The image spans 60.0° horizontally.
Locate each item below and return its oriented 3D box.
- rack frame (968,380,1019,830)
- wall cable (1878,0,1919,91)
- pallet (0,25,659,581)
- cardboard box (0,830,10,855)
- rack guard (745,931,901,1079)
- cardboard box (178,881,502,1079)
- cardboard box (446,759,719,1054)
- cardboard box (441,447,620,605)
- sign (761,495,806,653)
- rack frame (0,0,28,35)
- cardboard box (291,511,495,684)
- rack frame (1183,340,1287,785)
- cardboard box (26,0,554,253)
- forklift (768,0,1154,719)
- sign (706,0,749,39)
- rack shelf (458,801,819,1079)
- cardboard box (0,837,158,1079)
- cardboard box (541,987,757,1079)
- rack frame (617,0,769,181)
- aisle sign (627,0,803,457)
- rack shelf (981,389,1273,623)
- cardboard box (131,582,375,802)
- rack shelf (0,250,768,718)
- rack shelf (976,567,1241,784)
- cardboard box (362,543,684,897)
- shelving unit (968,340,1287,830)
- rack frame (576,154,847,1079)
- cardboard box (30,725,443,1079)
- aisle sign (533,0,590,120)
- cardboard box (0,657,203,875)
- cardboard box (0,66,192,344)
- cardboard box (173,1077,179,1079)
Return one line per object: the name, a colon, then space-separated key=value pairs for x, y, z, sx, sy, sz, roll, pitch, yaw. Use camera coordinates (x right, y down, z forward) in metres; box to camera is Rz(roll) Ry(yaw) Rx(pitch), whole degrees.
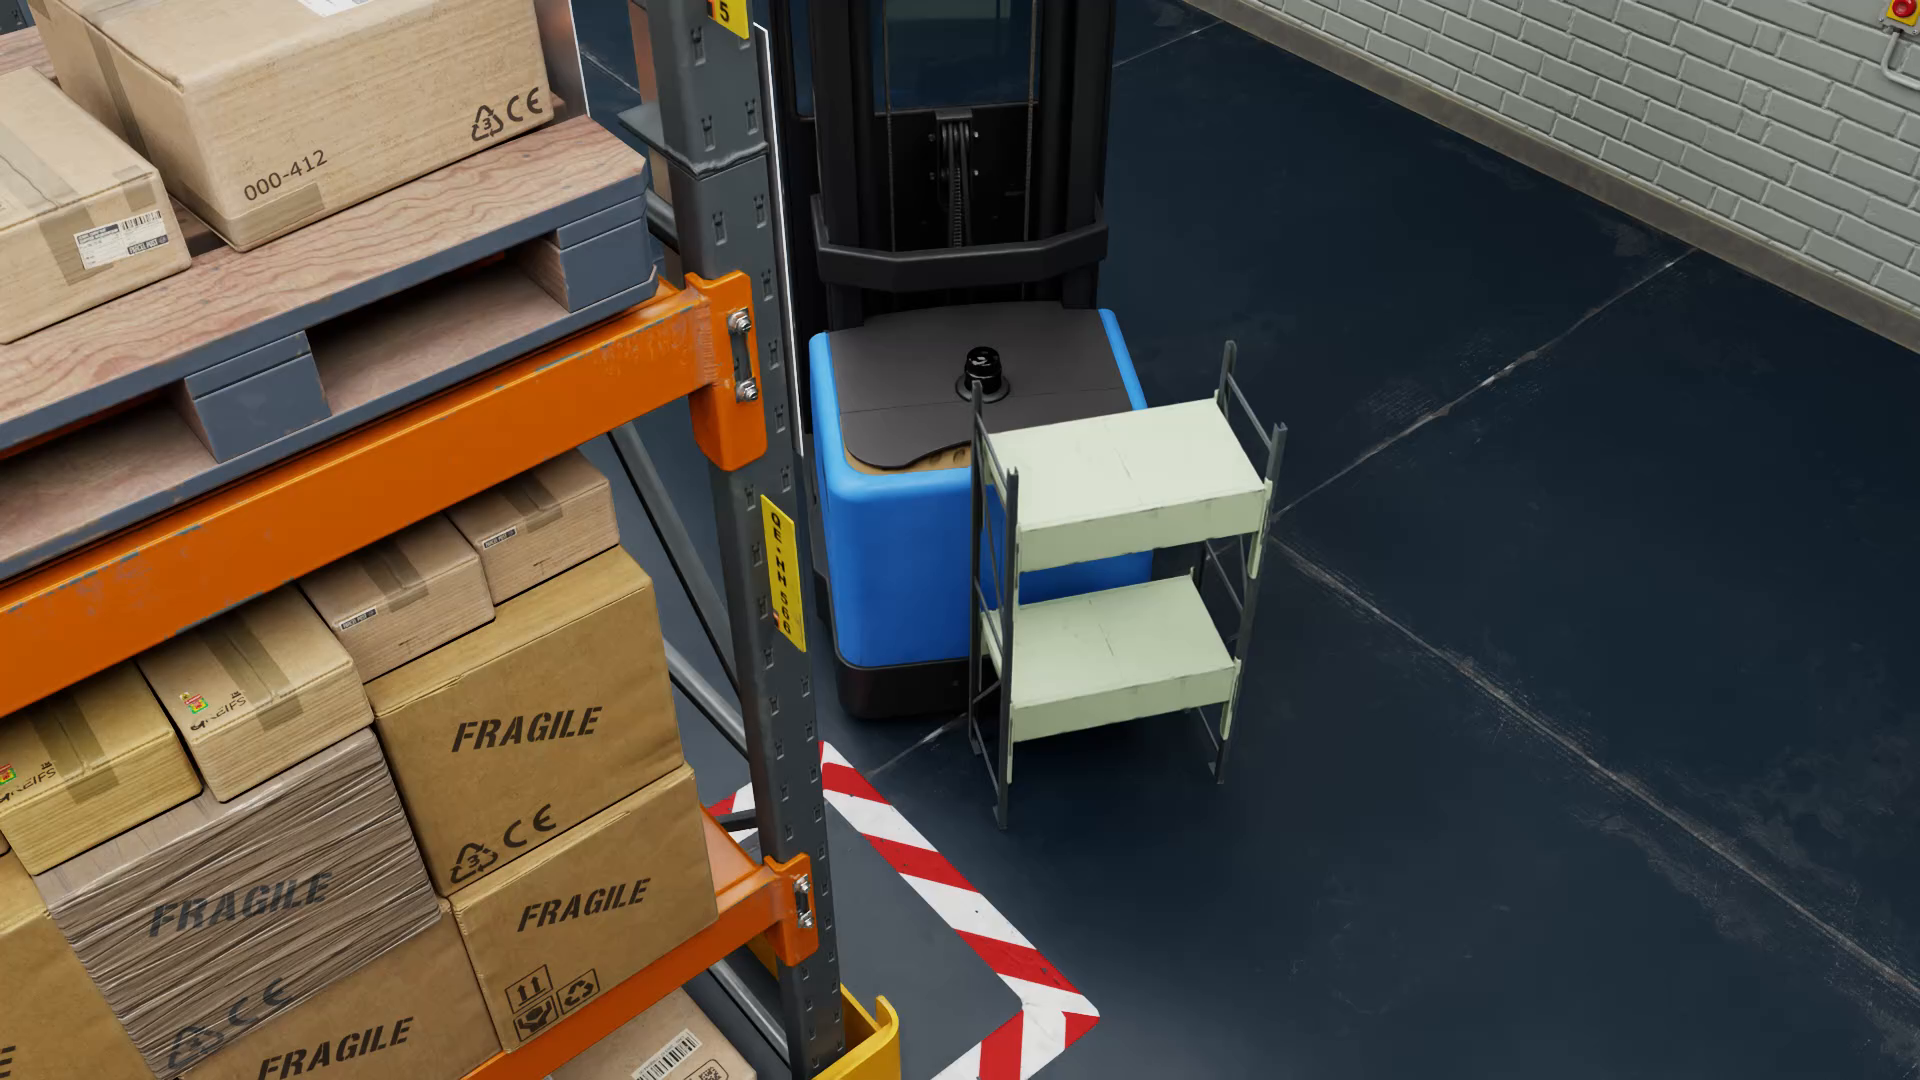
rack frame: x=0.089 y=0.243 z=4.893 sx=0.023 sy=1.500 sz=0.400 roll=-10 pitch=45 yaw=-10
wall cable: x=3.656 y=-2.590 z=6.052 sx=0.123 sy=1.953 sz=0.585 roll=-30 pitch=51 yaw=-28
pallet: x=-1.216 y=-0.449 z=2.411 sx=1.213 sy=0.211 sz=1.003 roll=-30 pitch=51 yaw=-28
cardboard box: x=-1.590 y=0.354 z=2.405 sx=0.250 sy=0.149 sz=0.380 roll=-30 pitch=51 yaw=-28
rack guard: x=-0.636 y=1.181 z=4.627 sx=0.348 sy=0.500 sz=1.175 roll=-30 pitch=51 yaw=-28
cardboard box: x=-1.249 y=0.807 z=3.126 sx=0.500 sy=0.500 sz=0.500 roll=-31 pitch=51 yaw=-29
cardboard box: x=-0.854 y=0.595 z=3.353 sx=0.500 sy=0.500 sz=0.500 roll=-30 pitch=51 yaw=-28
cardboard box: x=-0.801 y=-0.094 z=2.882 sx=0.250 sy=0.149 sz=0.380 roll=-29 pitch=50 yaw=-27
sign: x=-0.317 y=0.063 z=2.973 sx=0.005 sy=0.325 sz=0.100 roll=-30 pitch=51 yaw=-28
rack frame: x=-3.908 y=-2.275 z=6.481 sx=0.127 sy=3.000 sz=1.000 roll=-30 pitch=51 yaw=-28
cardboard box: x=-0.980 y=0.030 z=2.750 sx=0.250 sy=0.149 sz=0.380 roll=-29 pitch=50 yaw=-27
rack frame: x=0.799 y=0.119 z=5.024 sx=0.023 sy=1.500 sz=0.400 roll=-10 pitch=45 yaw=-10
cardboard box: x=-0.942 y=-0.703 z=2.346 sx=0.500 sy=0.250 sz=0.500 roll=34 pitch=53 yaw=31
forklift: x=-0.089 y=-1.490 z=5.696 sx=1.130 sy=2.935 sz=3.031 roll=-6 pitch=43 yaw=-6
sign: x=-0.317 y=-0.816 z=2.148 sx=0.005 sy=0.325 sz=0.100 roll=-30 pitch=51 yaw=-28
rack shelf: x=-2.188 y=1.421 z=3.071 sx=4.000 sy=0.370 sz=1.077 roll=-30 pitch=51 yaw=-28
cardboard box: x=-1.635 y=0.677 z=2.535 sx=0.500 sy=0.500 sz=0.500 roll=-30 pitch=51 yaw=-28
cardboard box: x=-1.096 y=1.404 z=4.129 sx=0.875 sy=0.438 sz=0.875 roll=-32 pitch=52 yaw=-29
rack frame: x=-0.654 y=-1.906 z=1.707 sx=0.127 sy=3.000 sz=1.000 roll=-30 pitch=51 yaw=-28
aisle sign: x=-0.400 y=-0.536 z=2.731 sx=0.004 sy=0.787 sz=0.394 roll=-30 pitch=51 yaw=-28
rack shelf: x=0.445 y=-0.101 z=4.689 sx=0.720 sy=0.370 sz=0.431 roll=-10 pitch=45 yaw=-10
cardboard box: x=-1.124 y=0.188 z=2.582 sx=0.250 sy=0.149 sz=0.380 roll=-30 pitch=51 yaw=-28
rack shelf: x=-2.188 y=0.328 z=2.044 sx=4.000 sy=0.370 sz=1.077 roll=-30 pitch=51 yaw=-28
rack shelf: x=0.444 y=0.417 z=5.184 sx=0.720 sy=0.370 sz=0.431 roll=-10 pitch=45 yaw=-10
cardboard box: x=-0.871 y=0.216 z=3.025 sx=0.500 sy=0.500 sz=0.500 roll=-28 pitch=50 yaw=-27
shelving unit: x=0.444 y=0.181 z=4.958 sx=0.755 sy=1.500 sz=0.431 roll=-10 pitch=45 yaw=-10
rack frame: x=-0.654 y=0.280 z=3.760 sx=0.127 sy=3.000 sz=1.000 roll=-30 pitch=51 yaw=-28
cardboard box: x=-1.253 y=0.461 z=2.764 sx=0.500 sy=0.500 sz=0.500 roll=-30 pitch=51 yaw=-28
aisle sign: x=-0.785 y=-0.851 z=3.066 sx=0.004 sy=0.787 sz=0.394 roll=-30 pitch=51 yaw=-28
cardboard box: x=-1.344 y=0.277 z=2.487 sx=0.250 sy=0.149 sz=0.380 roll=-29 pitch=50 yaw=-27
cardboard box: x=-1.212 y=-0.440 z=2.140 sx=0.250 sy=0.149 sz=0.380 roll=-34 pitch=53 yaw=-31
cardboard box: x=-1.637 y=1.038 z=2.880 sx=0.500 sy=0.500 sz=0.500 roll=-28 pitch=50 yaw=-27
